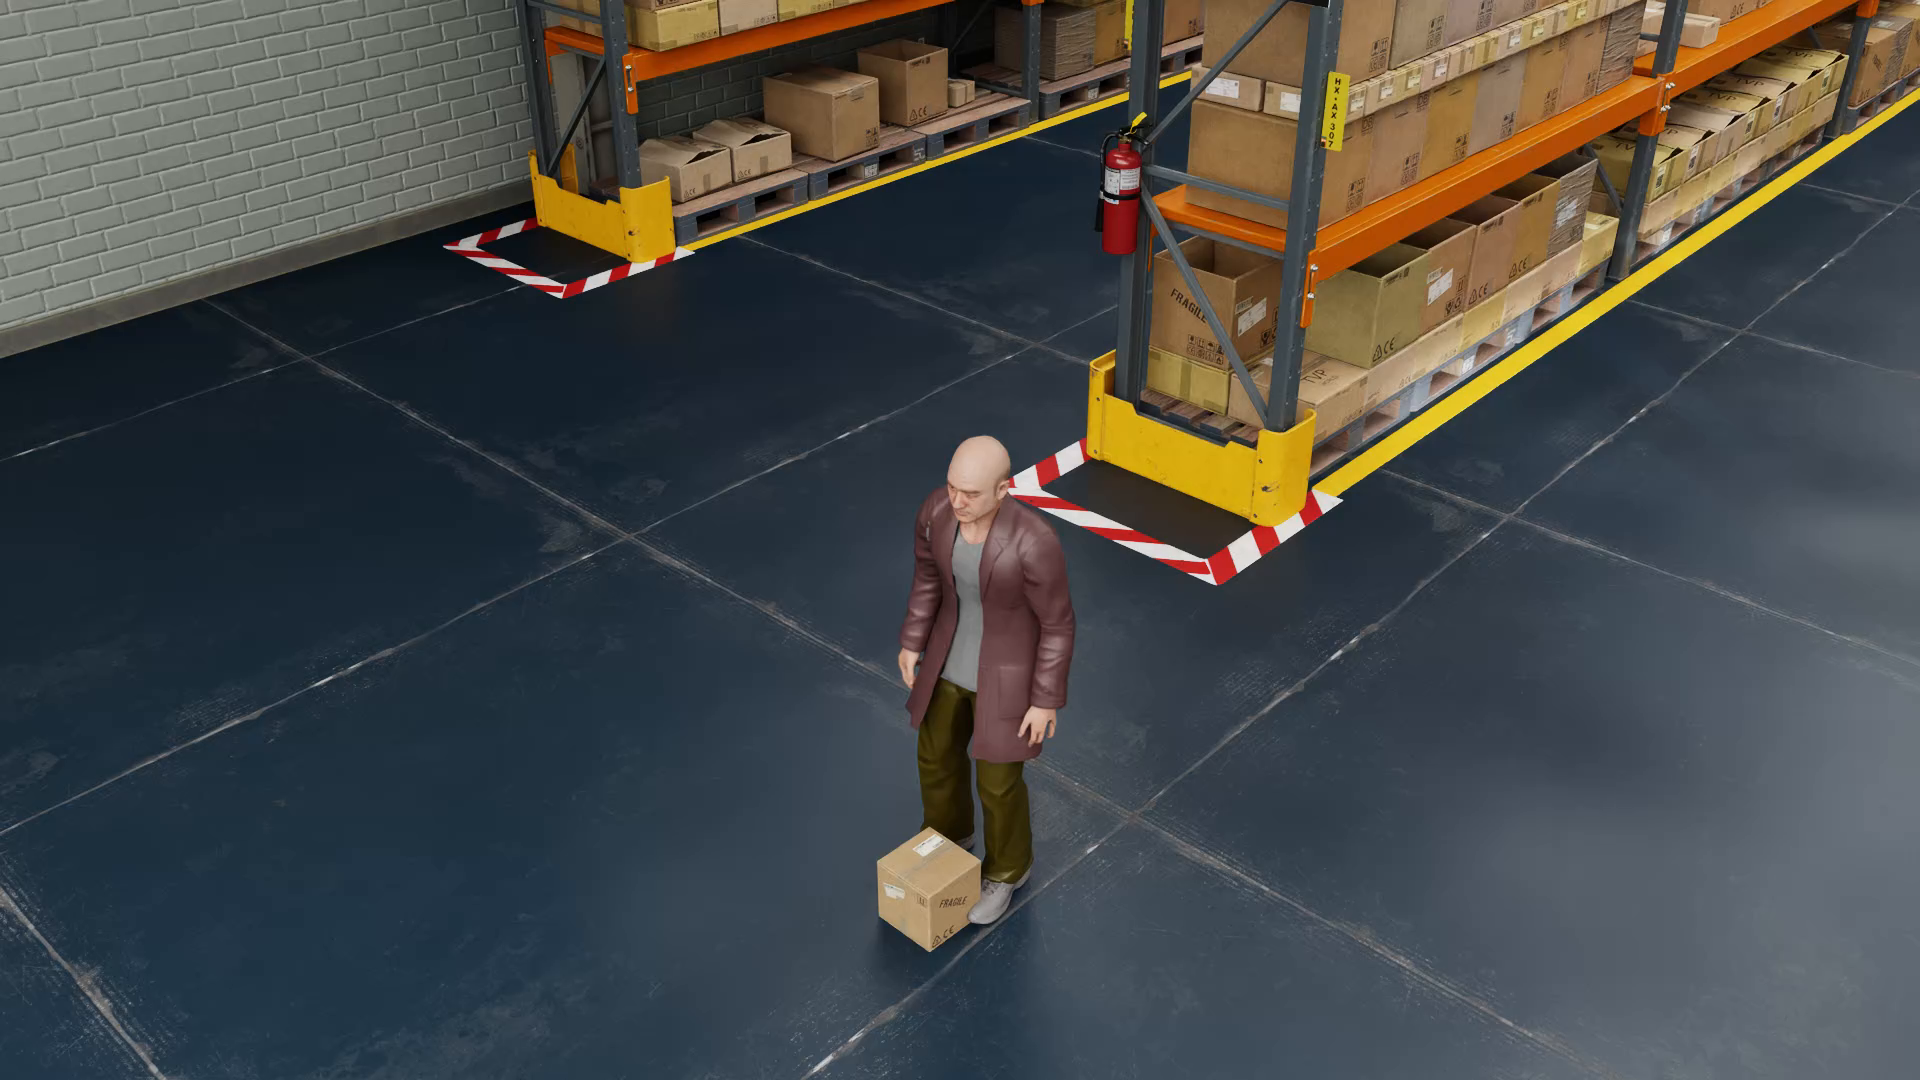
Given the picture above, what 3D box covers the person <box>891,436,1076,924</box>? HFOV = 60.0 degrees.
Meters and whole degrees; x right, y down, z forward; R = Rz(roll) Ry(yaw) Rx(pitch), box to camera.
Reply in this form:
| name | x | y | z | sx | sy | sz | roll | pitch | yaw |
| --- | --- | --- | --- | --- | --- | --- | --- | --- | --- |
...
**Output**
| name | x | y | z | sx | sy | sz | roll | pitch | yaw |
| --- | --- | --- | --- | --- | --- | --- | --- | --- | --- |
| person | 0.069 | 0.439 | 5.415 | 0.652 | 1.773 | 0.425 | 22 | 38 | 33 |
